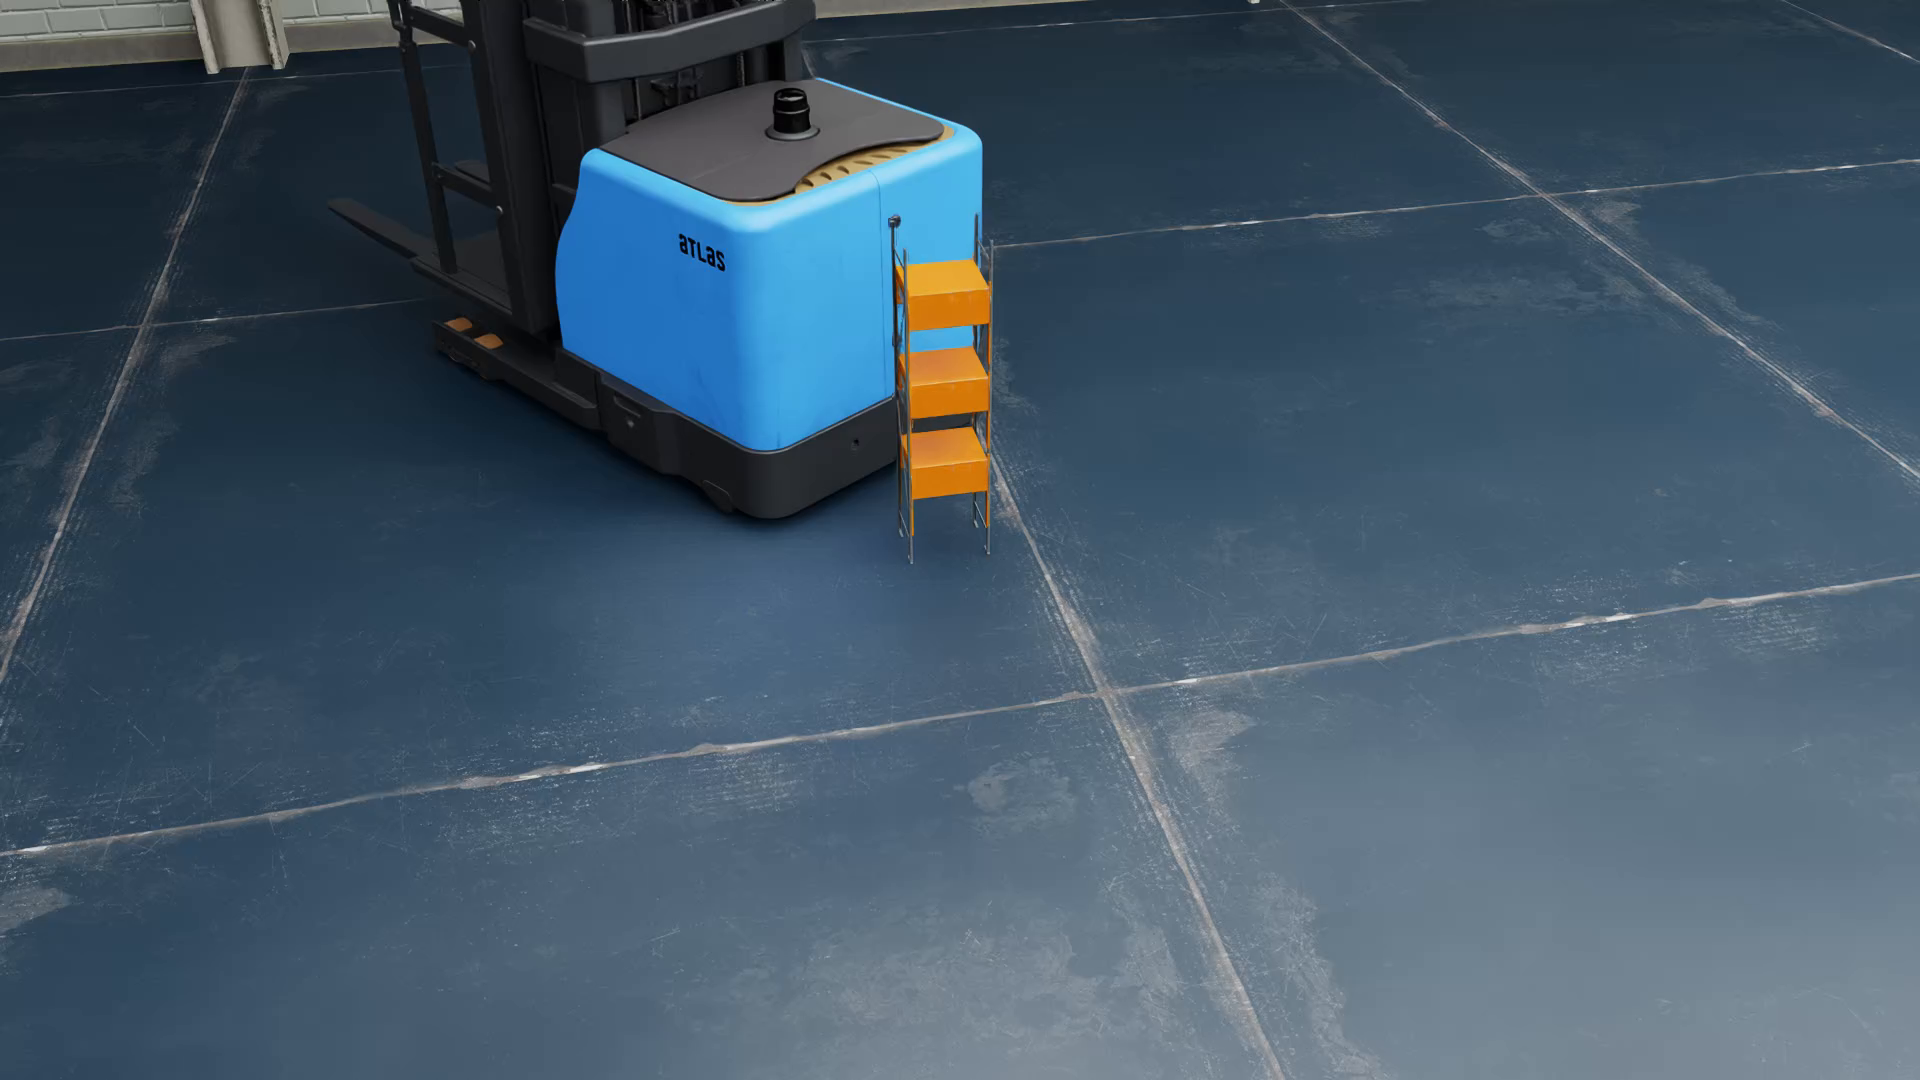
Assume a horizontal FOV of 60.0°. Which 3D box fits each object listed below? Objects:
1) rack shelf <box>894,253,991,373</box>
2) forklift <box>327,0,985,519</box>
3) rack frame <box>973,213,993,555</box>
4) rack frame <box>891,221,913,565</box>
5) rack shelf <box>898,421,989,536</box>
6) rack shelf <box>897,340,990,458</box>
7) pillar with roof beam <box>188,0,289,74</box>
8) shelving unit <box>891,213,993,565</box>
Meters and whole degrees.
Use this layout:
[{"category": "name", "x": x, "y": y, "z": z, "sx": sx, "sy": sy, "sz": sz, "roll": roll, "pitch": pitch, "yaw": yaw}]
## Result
[{"category": "rack shelf", "x": -0.052, "y": -0.656, "z": 4.795, "sx": 0.240, "sy": 0.259, "sz": 0.215, "roll": -7, "pitch": 35, "yaw": -11}, {"category": "forklift", "x": -1.325, "y": -1.993, "z": 5.590, "sx": 3.031, "sy": 2.935, "sz": 1.130, "roll": 28, "pitch": 43, "yaw": 35}, {"category": "rack frame", "x": 0.067, "y": -0.444, "z": 4.970, "sx": 0.008, "sy": 1.050, "sz": 0.200, "roll": -7, "pitch": 35, "yaw": -11}, {"category": "rack frame", "x": -0.171, "y": -0.414, "z": 4.925, "sx": 0.008, "sy": 1.050, "sz": 0.200, "roll": -7, "pitch": 35, "yaw": -11}, {"category": "rack shelf", "x": -0.052, "y": -0.190, "z": 5.108, "sx": 0.240, "sy": 0.259, "sz": 0.215, "roll": -7, "pitch": 35, "yaw": -11}, {"category": "rack shelf", "x": -0.052, "y": -0.421, "z": 4.954, "sx": 0.240, "sy": 0.259, "sz": 0.215, "roll": -7, "pitch": 35, "yaw": -11}, {"category": "pillar with roof beam", "x": -2.975, "y": -4.034, "z": 3.185, "sx": 0.400, "sy": 9.000, "sz": 9.100, "roll": -7, "pitch": 35, "yaw": -11}, {"category": "shelving unit", "x": -0.052, "y": -0.429, "z": 4.948, "sx": 0.252, "sy": 1.050, "sz": 0.215, "roll": -7, "pitch": 35, "yaw": -11}]
